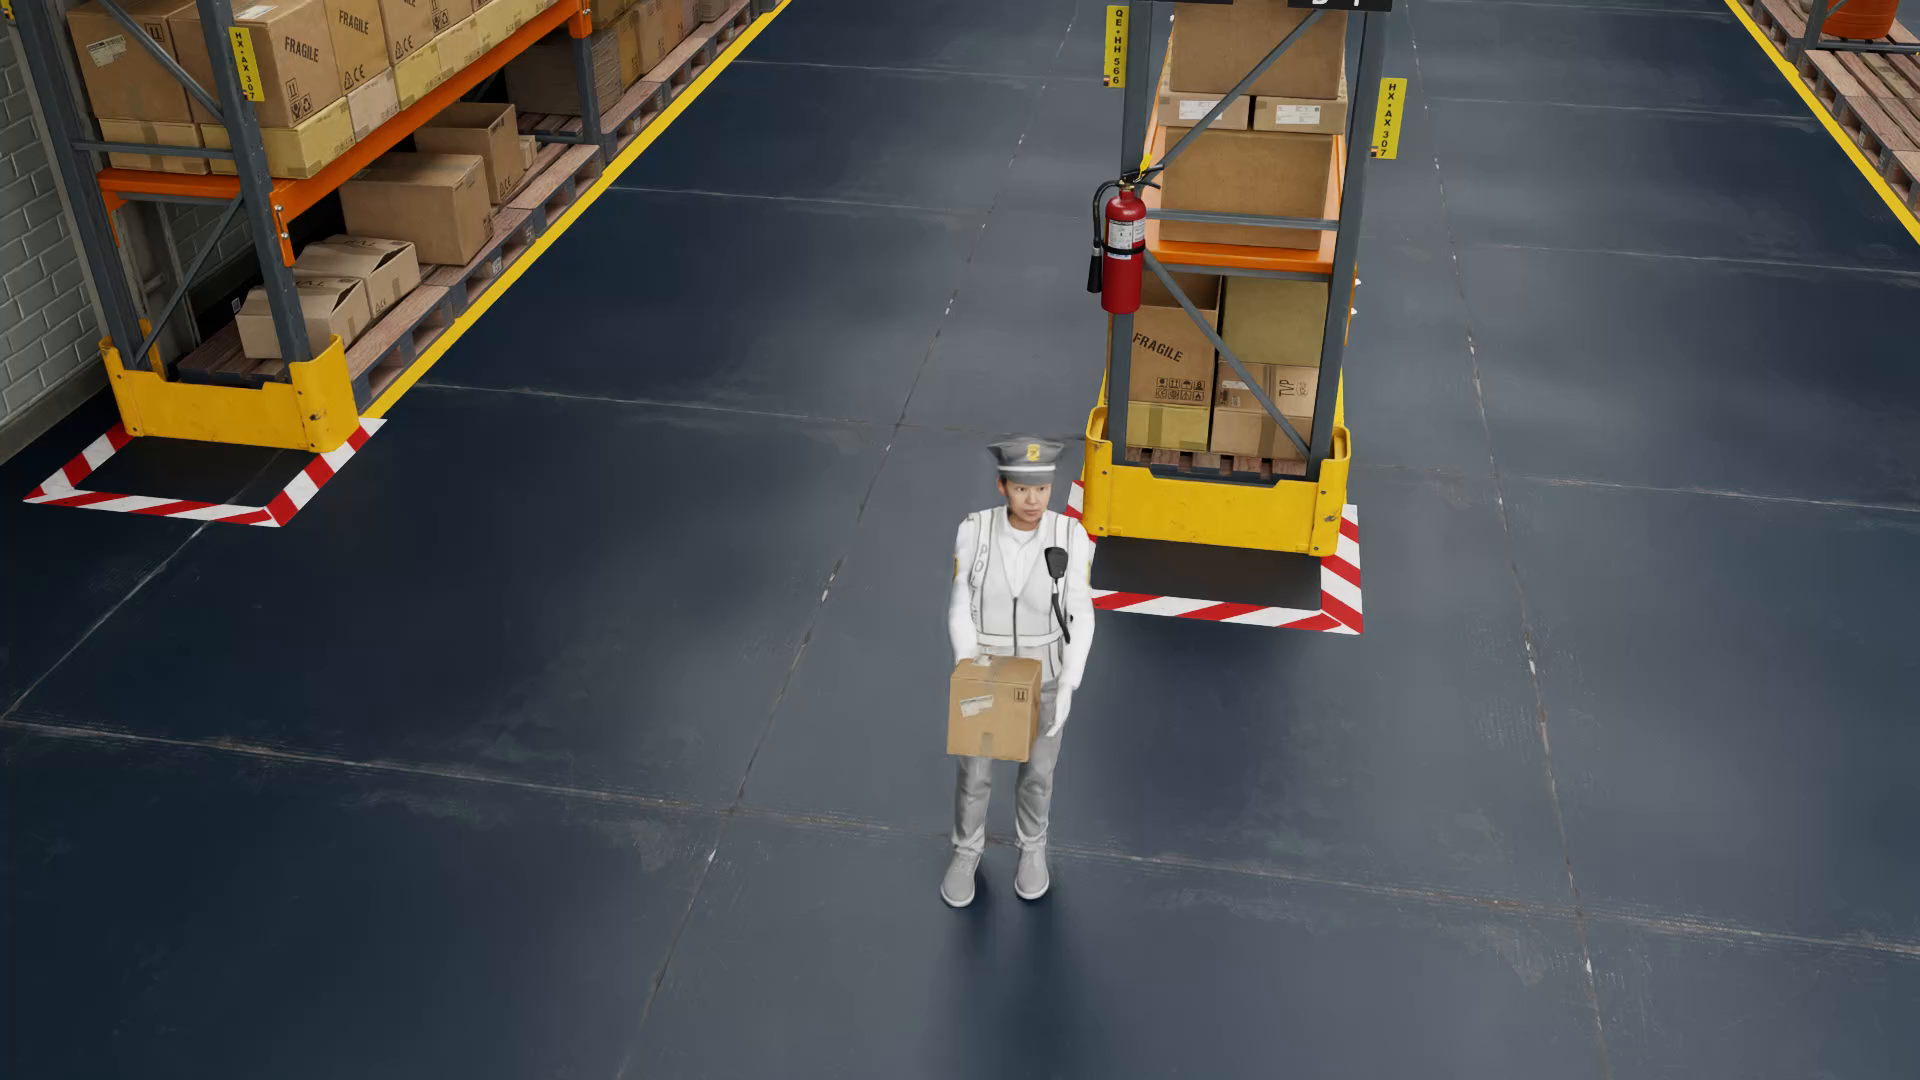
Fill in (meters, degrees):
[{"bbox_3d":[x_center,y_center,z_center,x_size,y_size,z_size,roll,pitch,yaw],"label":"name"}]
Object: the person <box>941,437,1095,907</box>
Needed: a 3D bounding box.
[{"bbox_3d":[0.182,0.456,5.389,0.496,1.700,0.543,0,33,0],"label":"person"}]
